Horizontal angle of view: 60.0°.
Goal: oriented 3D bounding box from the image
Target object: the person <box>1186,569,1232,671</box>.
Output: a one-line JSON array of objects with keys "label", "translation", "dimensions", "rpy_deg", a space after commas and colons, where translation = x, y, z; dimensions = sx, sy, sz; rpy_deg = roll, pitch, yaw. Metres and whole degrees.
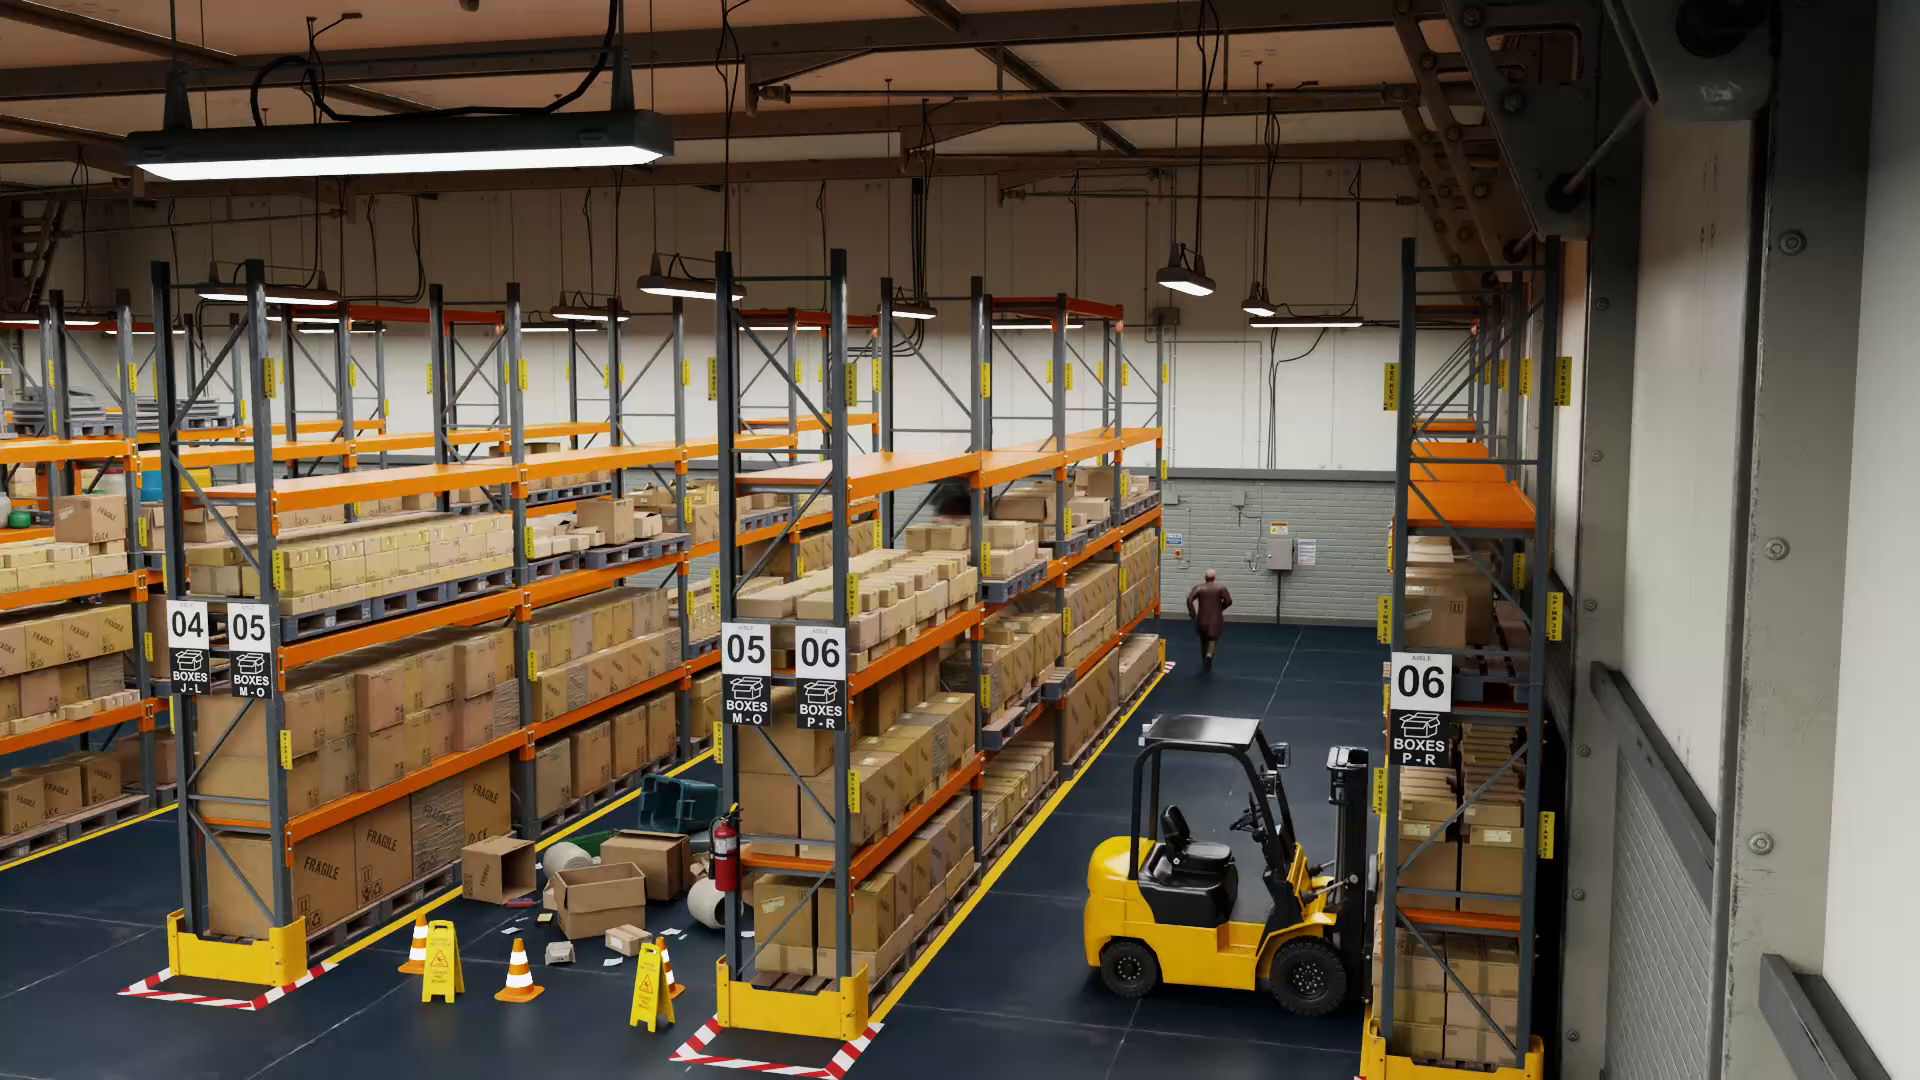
[{"label": "person", "translation": [4.165, 1.370, 27.773], "dimensions": [0.751, 1.778, 0.890], "rpy_deg": [1, 6, 12]}]
